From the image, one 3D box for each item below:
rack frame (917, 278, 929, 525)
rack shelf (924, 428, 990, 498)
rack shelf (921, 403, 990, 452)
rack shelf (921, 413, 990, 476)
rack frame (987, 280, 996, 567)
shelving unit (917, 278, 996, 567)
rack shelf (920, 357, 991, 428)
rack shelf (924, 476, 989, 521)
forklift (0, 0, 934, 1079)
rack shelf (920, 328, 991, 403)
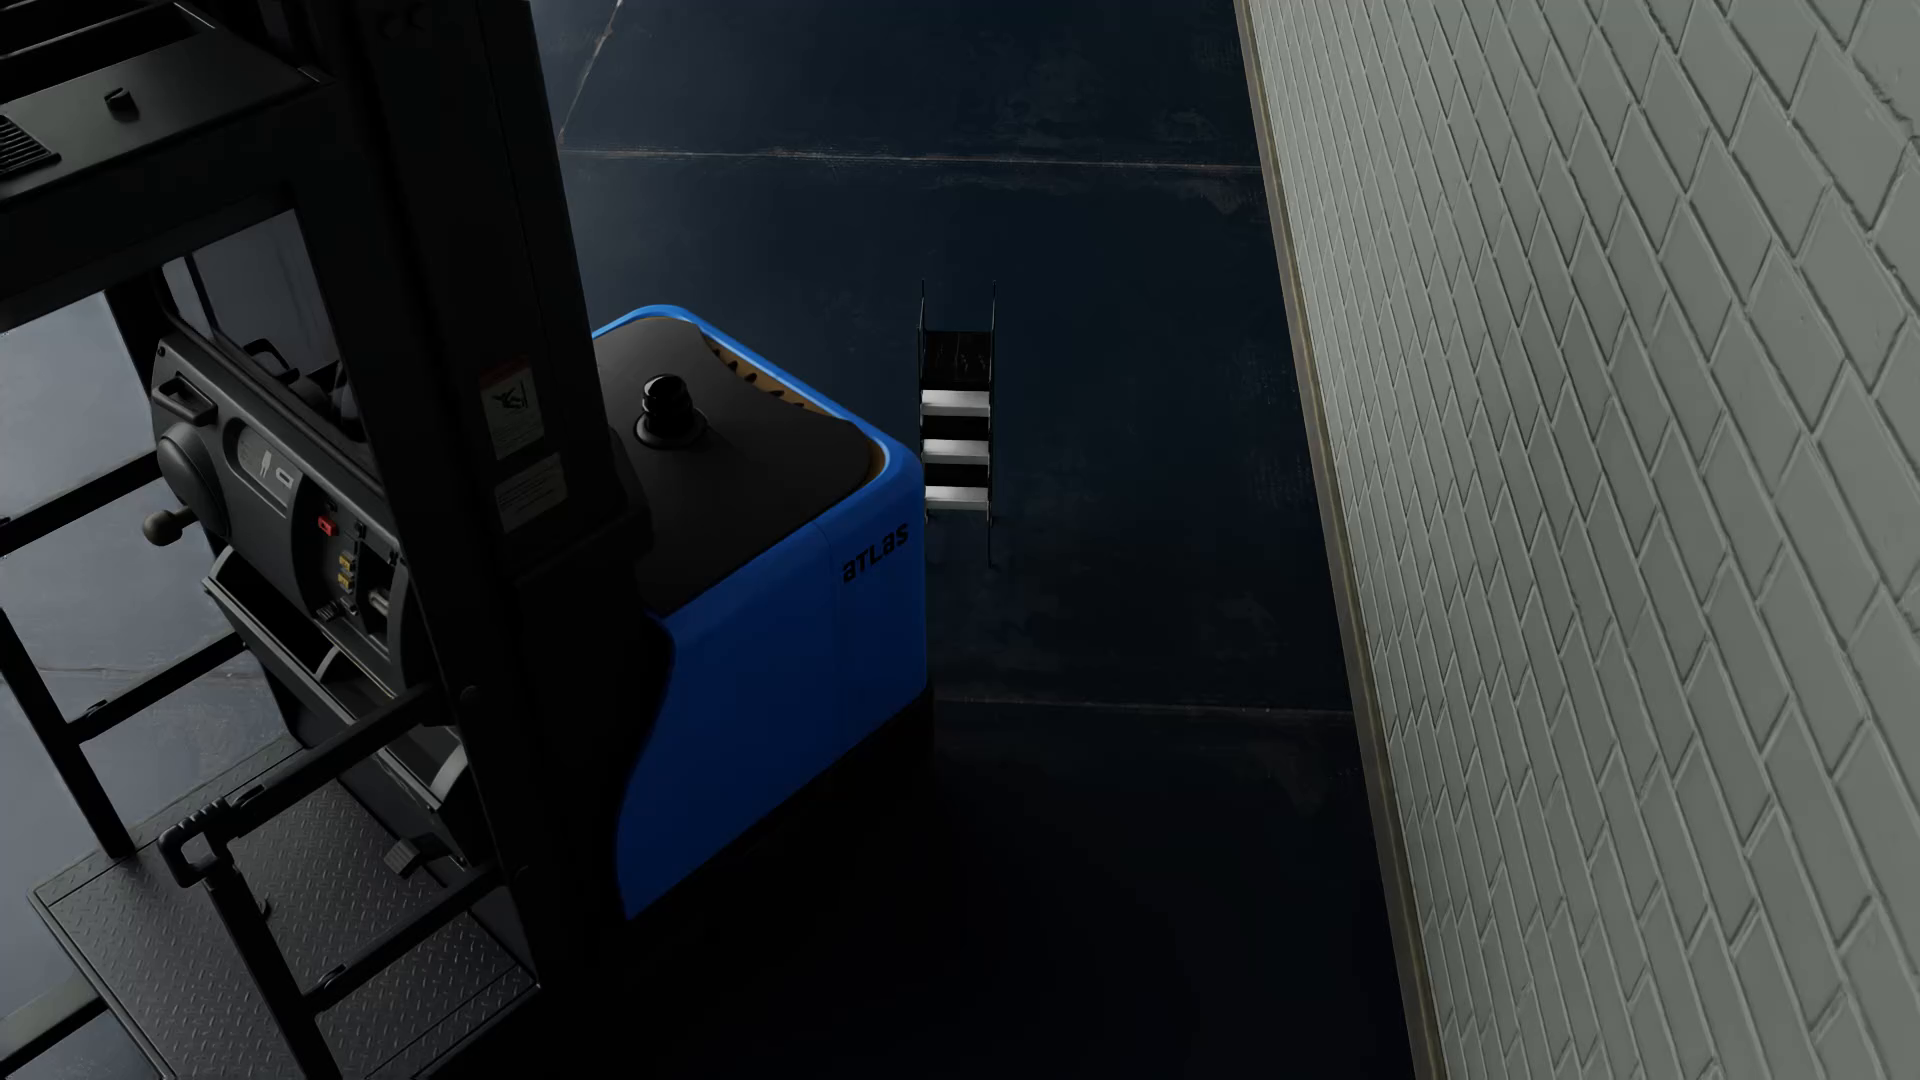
[{"bbox_3d":[-0.110,-0.333,4.947,0.006,0.900,0.240,2,43,2],"label":"rack frame"},{"bbox_3d":[-0.008,-0.239,5.028,0.200,0.077,0.258,2,43,2],"label":"rack shelf"},{"bbox_3d":[-0.008,-0.371,4.905,0.200,0.077,0.258,2,43,2],"label":"rack shelf"},{"bbox_3d":[-0.008,-0.305,4.966,0.200,0.077,0.258,2,43,2],"label":"rack shelf"},{"bbox_3d":[0.093,-0.326,4.940,0.006,0.900,0.240,2,43,2],"label":"rack frame"},{"bbox_3d":[-0.008,-0.330,4.944,0.210,0.900,0.258,2,43,2],"label":"shelving unit"},{"bbox_3d":[-0.008,-0.437,4.844,0.200,0.077,0.258,2,43,2],"label":"rack shelf"},{"bbox_3d":[-0.008,-0.173,5.089,0.200,0.077,0.258,2,43,2],"label":"rack shelf"},{"bbox_3d":[-1.450,0.022,3.076,1.130,2.935,3.031,33,52,30],"label":"forklift"},{"bbox_3d":[-0.008,-0.503,4.782,0.200,0.077,0.258,2,43,2],"label":"rack shelf"}]
